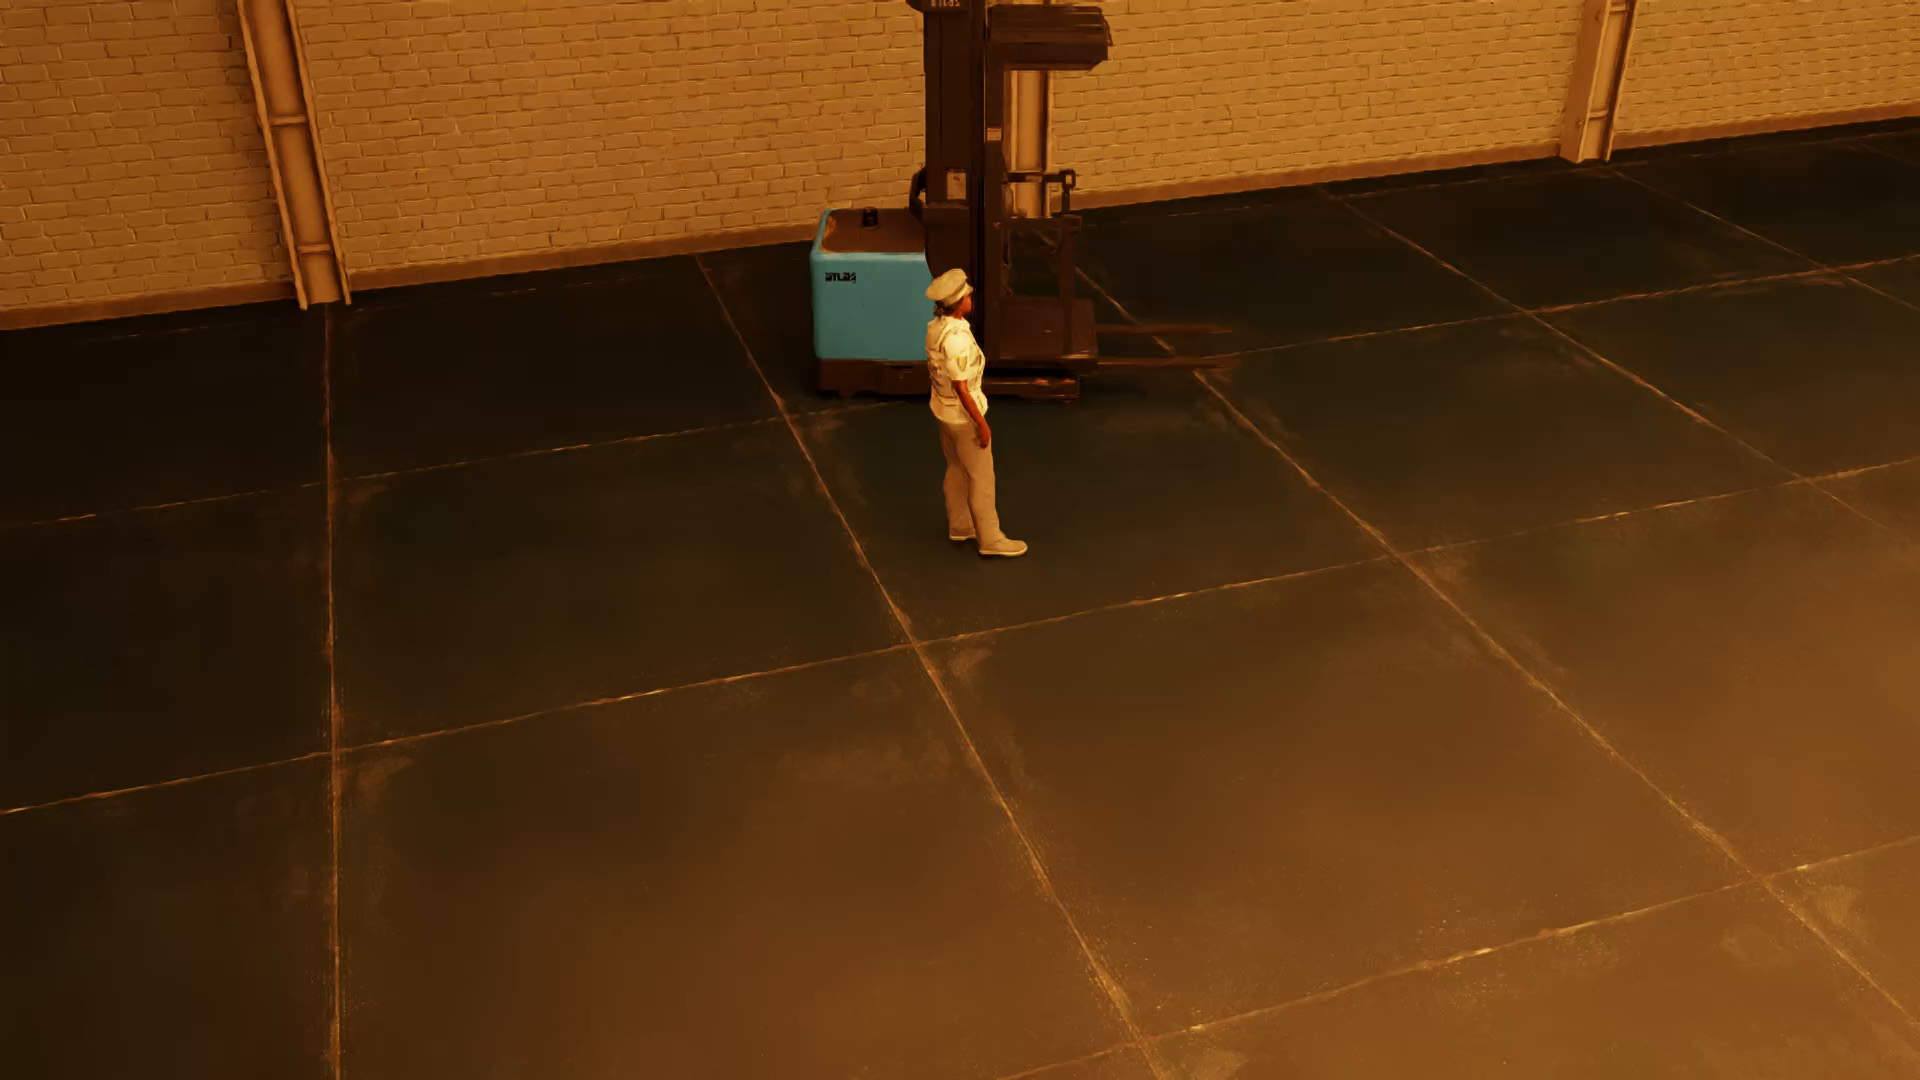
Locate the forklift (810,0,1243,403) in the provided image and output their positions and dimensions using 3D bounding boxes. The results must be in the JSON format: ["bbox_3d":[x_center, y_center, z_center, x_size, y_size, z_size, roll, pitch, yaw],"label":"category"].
[{"bbox_3d":[0.489,-2.501,11.434,3.031,2.935,1.130,1,30,1],"label":"forklift"}]

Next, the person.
[{"bbox_3d":[0.077,-0.744,9.604,0.529,1.695,0.570,-10,31,-16],"label":"person"}]
